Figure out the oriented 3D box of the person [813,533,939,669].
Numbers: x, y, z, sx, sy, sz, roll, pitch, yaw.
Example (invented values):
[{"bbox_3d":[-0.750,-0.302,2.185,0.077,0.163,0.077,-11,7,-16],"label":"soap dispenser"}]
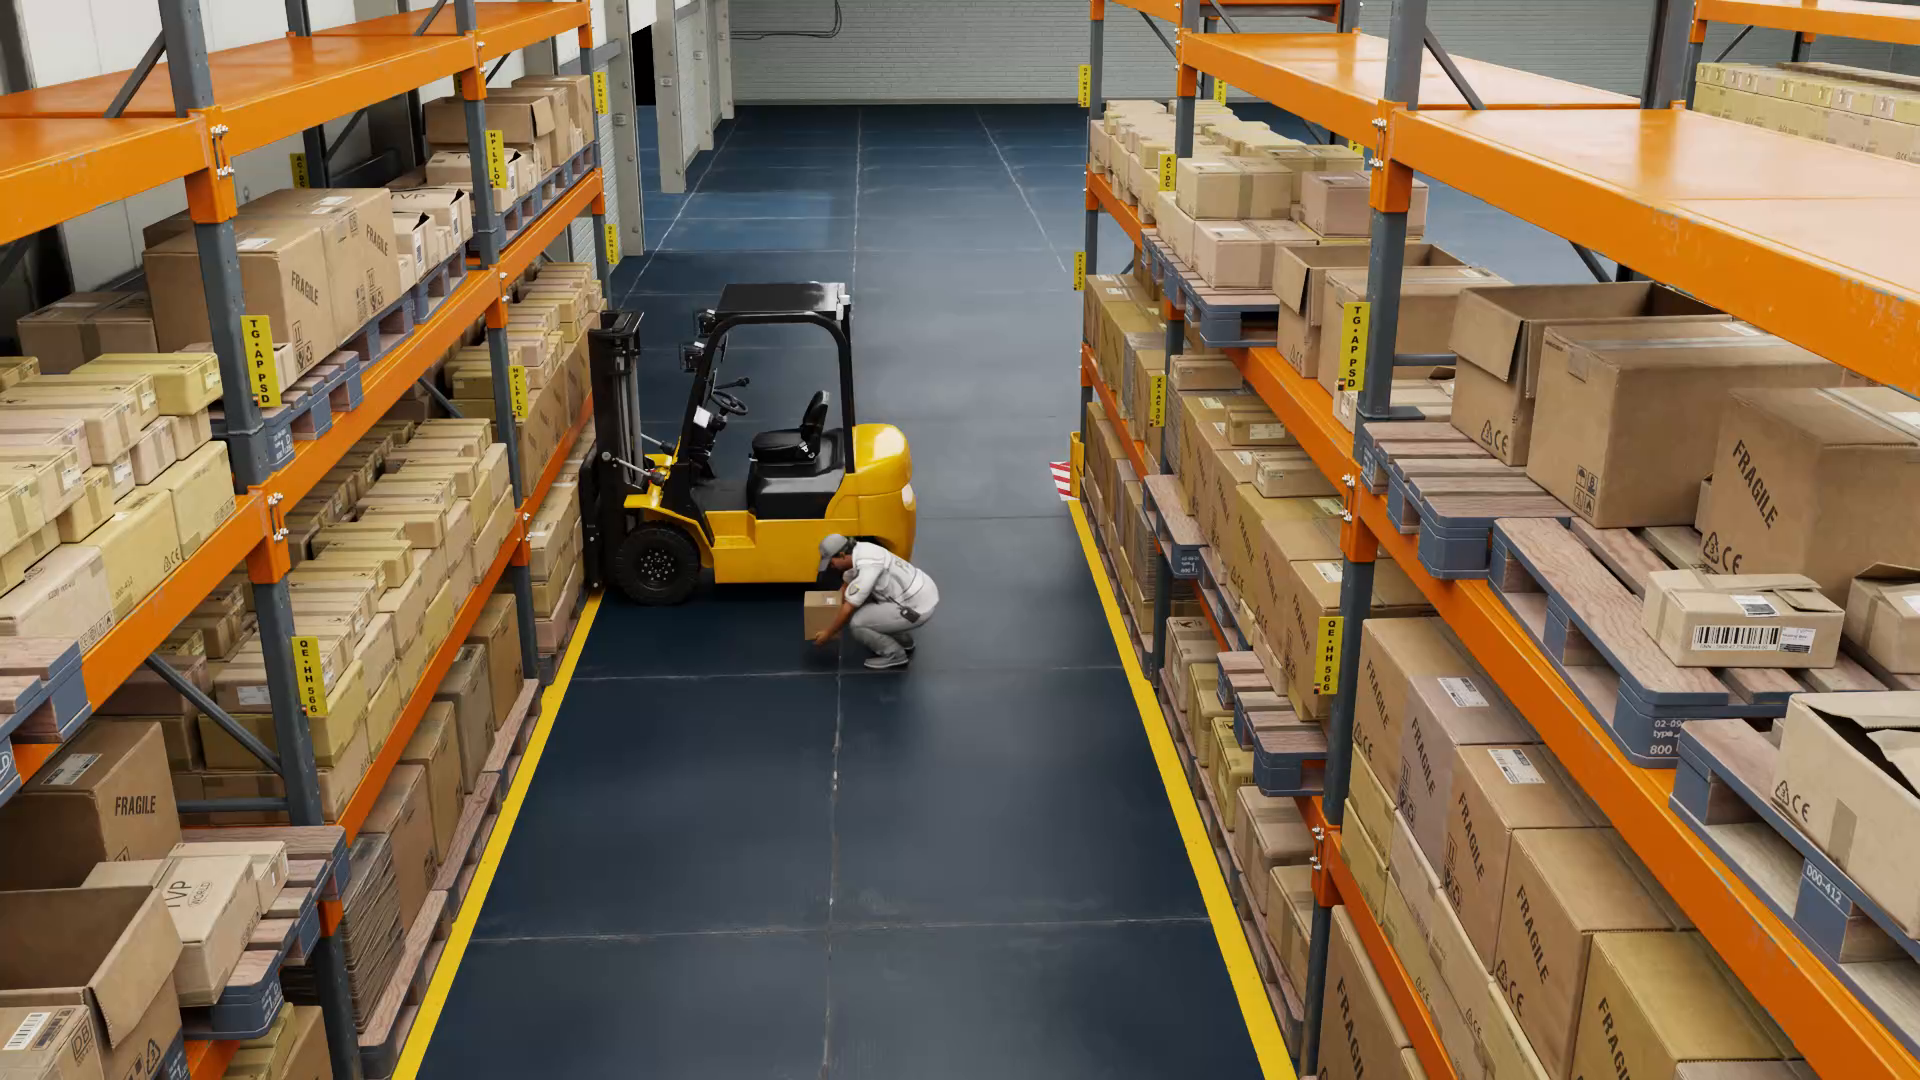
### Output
[{"bbox_3d":[-0.569,0.376,11.135,0.849,0.931,0.532,-1,21,-3],"label":"person"}]
